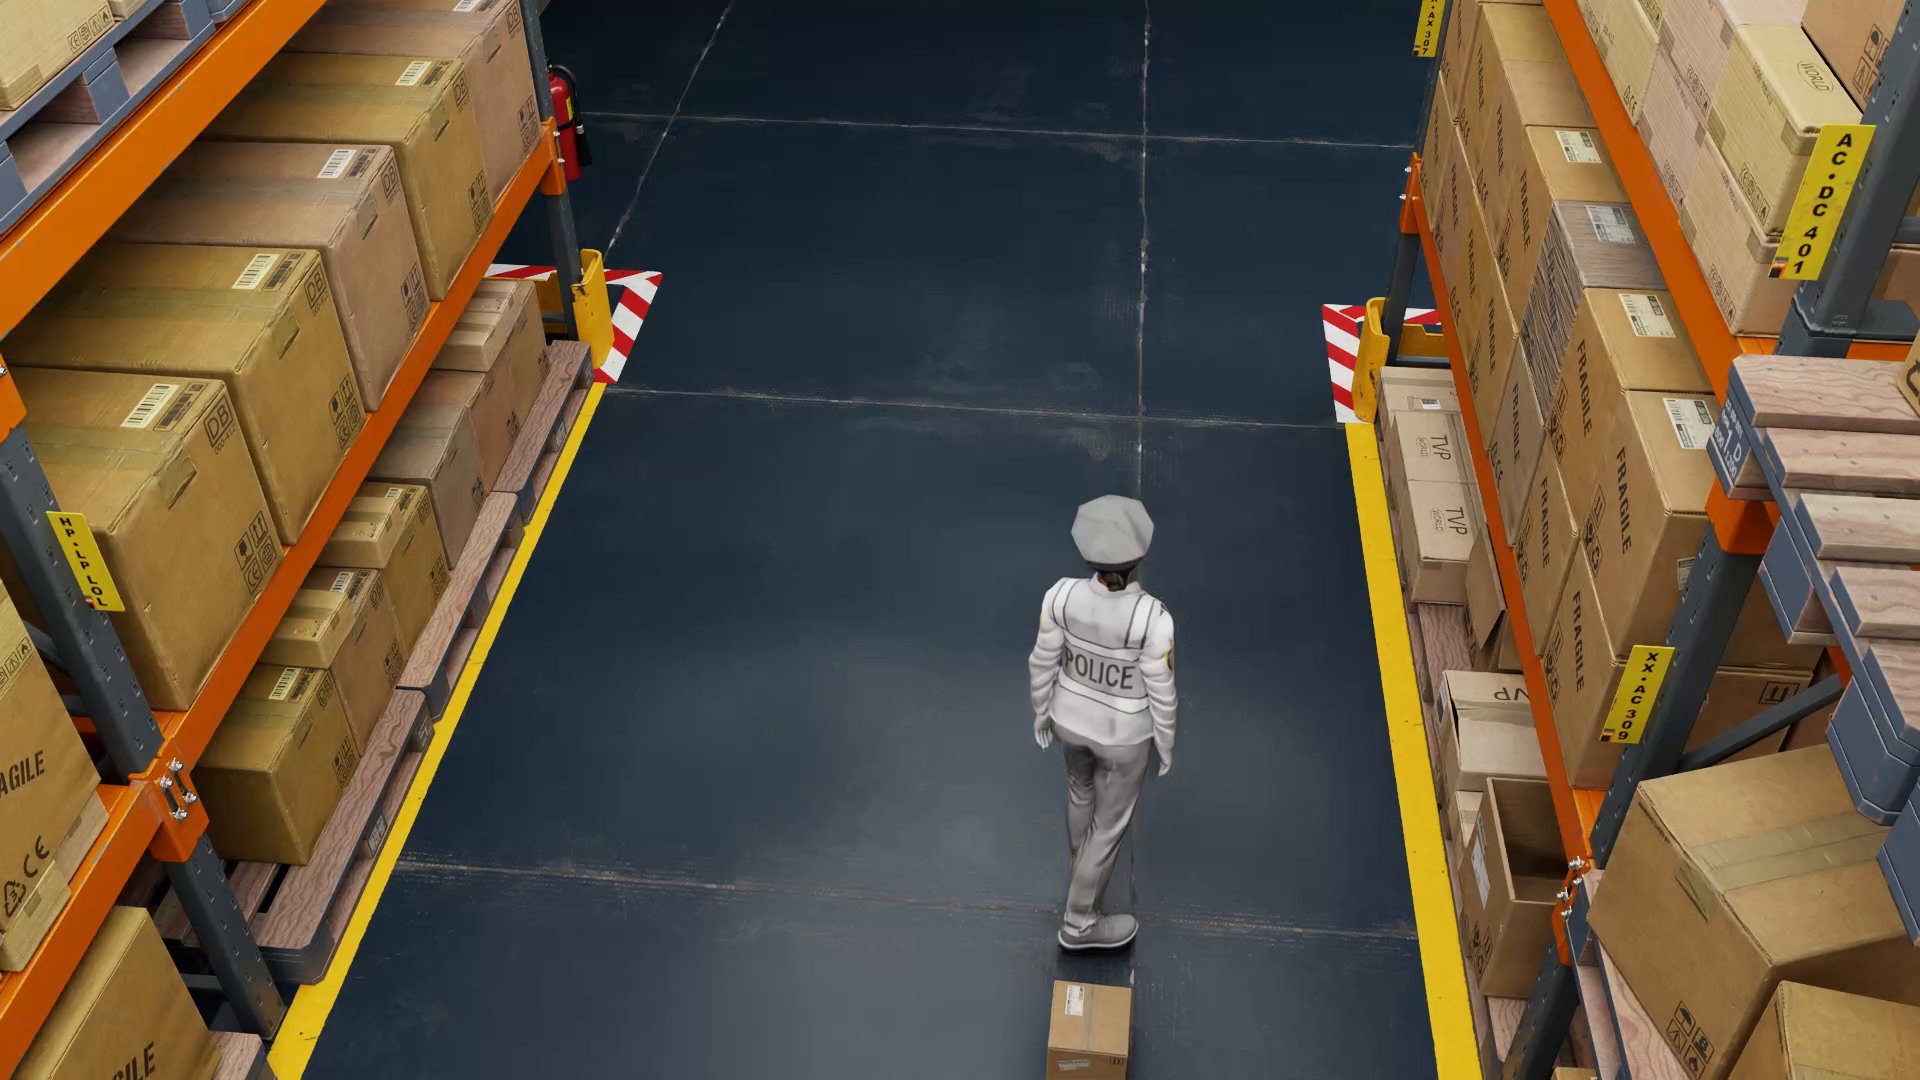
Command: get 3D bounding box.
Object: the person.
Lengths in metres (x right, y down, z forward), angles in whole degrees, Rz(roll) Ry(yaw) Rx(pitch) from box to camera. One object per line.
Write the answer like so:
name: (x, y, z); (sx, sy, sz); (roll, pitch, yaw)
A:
person: (0.477, 0.362, 5.262); (0.504, 0.621, 0.339); (21, 45, 23)
